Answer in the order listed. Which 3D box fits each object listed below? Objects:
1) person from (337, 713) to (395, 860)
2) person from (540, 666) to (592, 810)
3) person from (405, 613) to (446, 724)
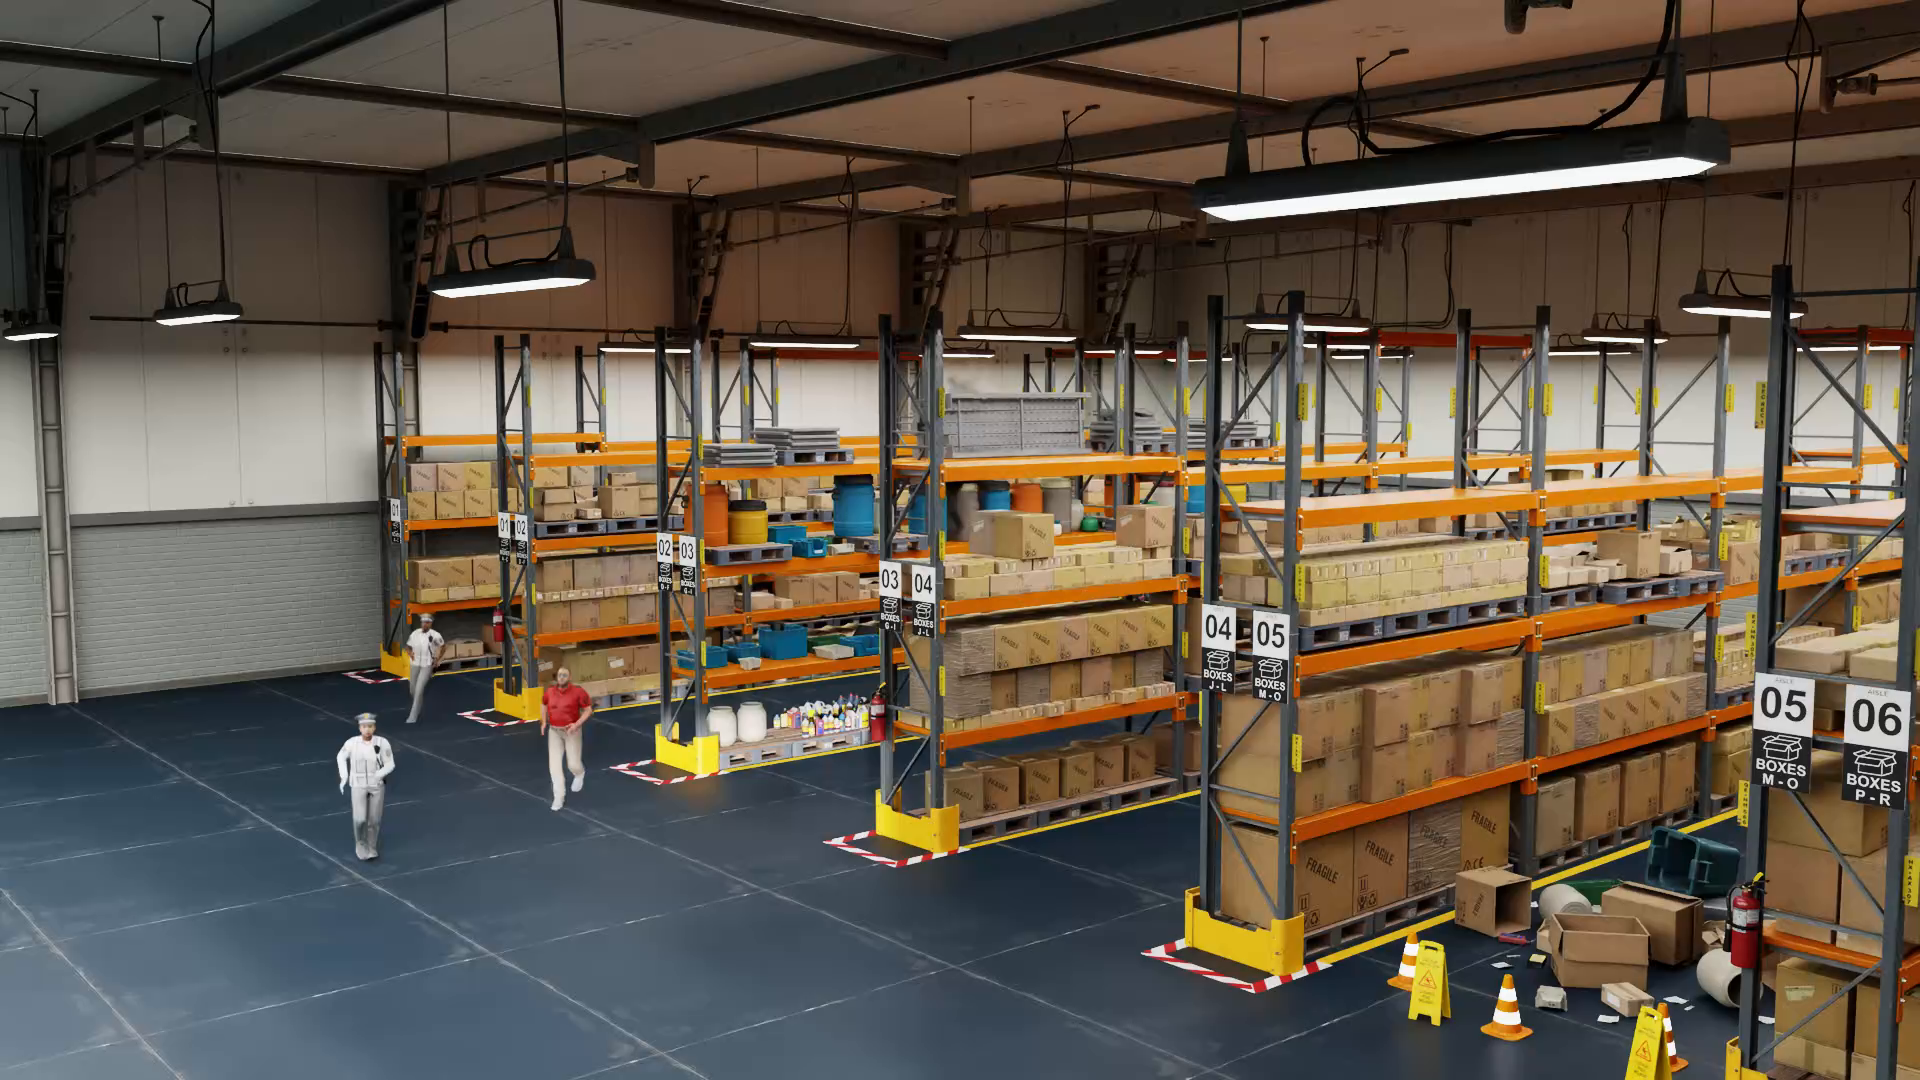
[{"bbox_3d":[-6.441,2.683,18.062,0.583,1.647,0.692,-2,6,-21],"label":"person"},{"bbox_3d":[-4.927,2.428,20.785,0.684,1.728,0.868,0,5,0],"label":"person"},{"bbox_3d":[-8.361,1.968,26.005,0.611,1.682,0.808,0,5,-2],"label":"person"}]
